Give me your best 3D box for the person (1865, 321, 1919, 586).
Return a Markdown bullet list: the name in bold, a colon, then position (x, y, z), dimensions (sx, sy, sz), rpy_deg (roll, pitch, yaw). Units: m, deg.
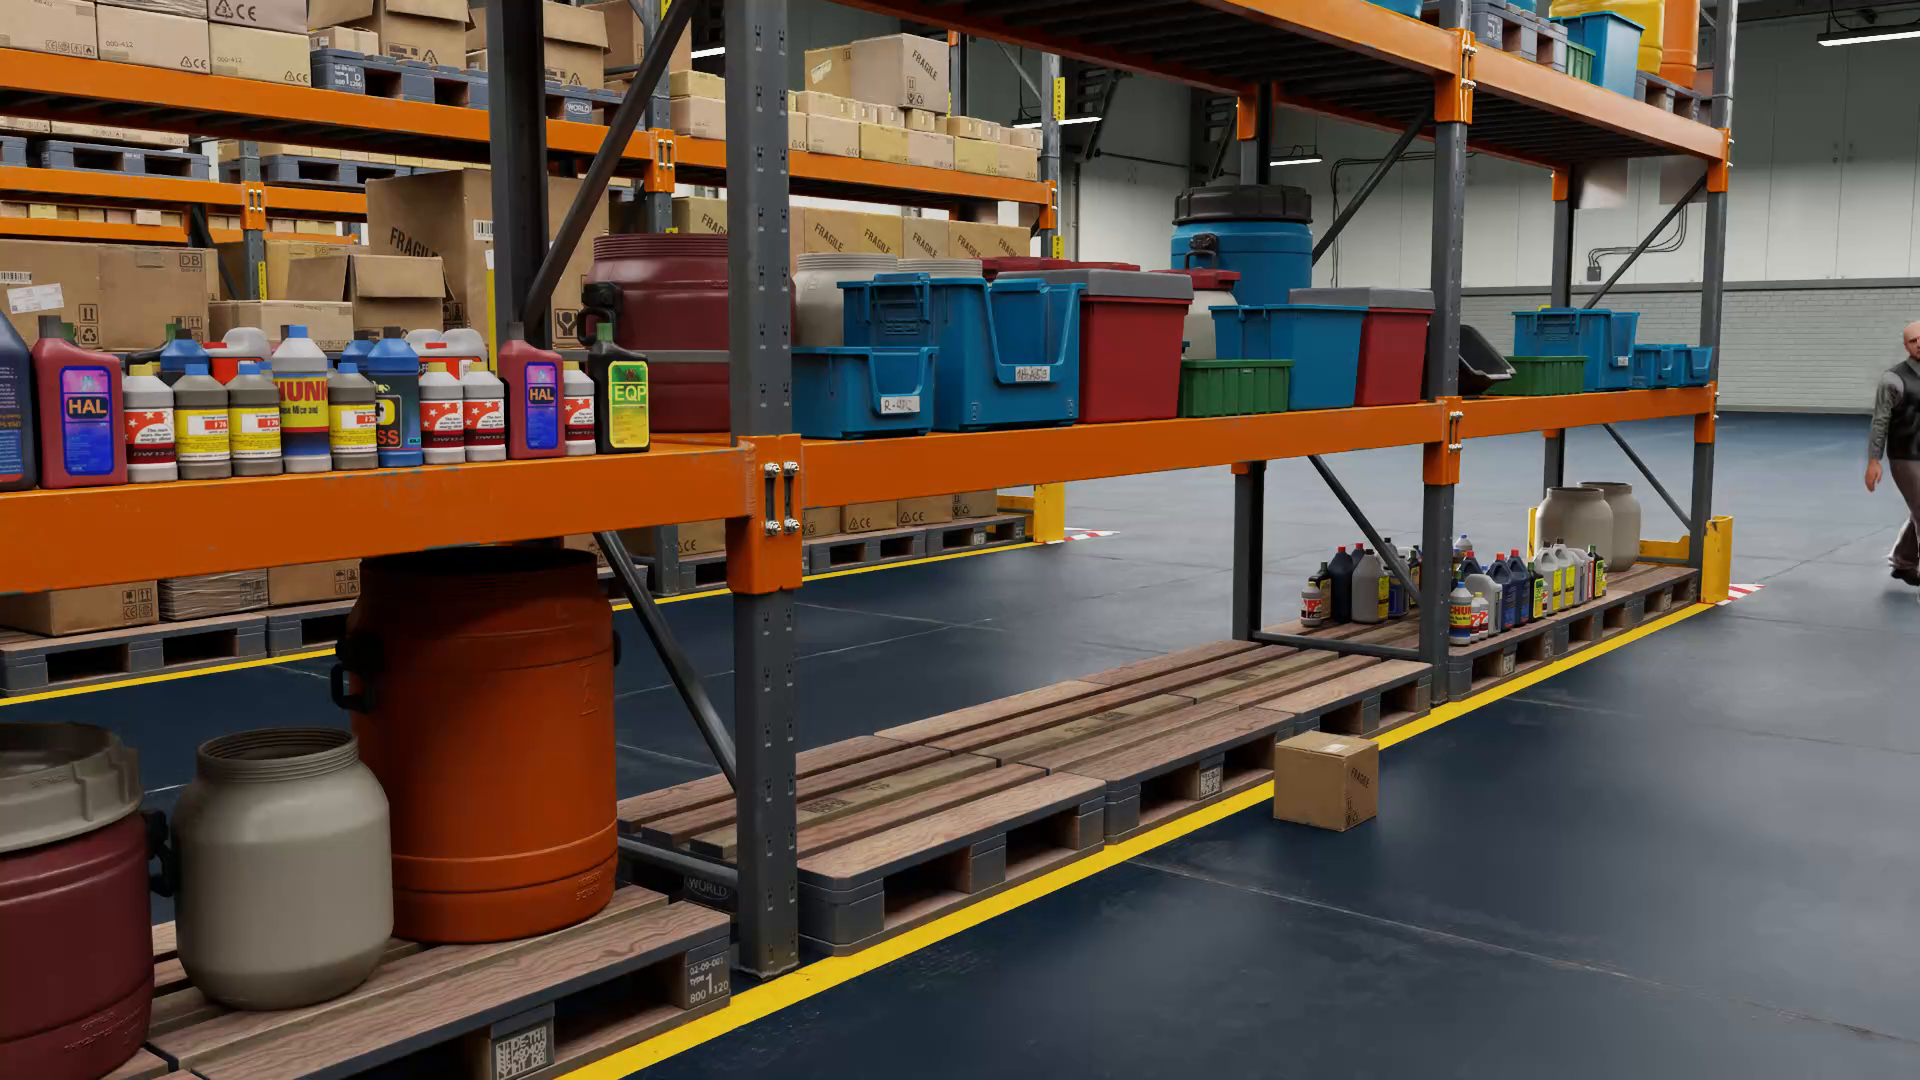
- **person**: position (5.824, -0.469, 9.993), dimensions (0.599, 1.680, 0.996), rpy_deg (0, 7, -3)
